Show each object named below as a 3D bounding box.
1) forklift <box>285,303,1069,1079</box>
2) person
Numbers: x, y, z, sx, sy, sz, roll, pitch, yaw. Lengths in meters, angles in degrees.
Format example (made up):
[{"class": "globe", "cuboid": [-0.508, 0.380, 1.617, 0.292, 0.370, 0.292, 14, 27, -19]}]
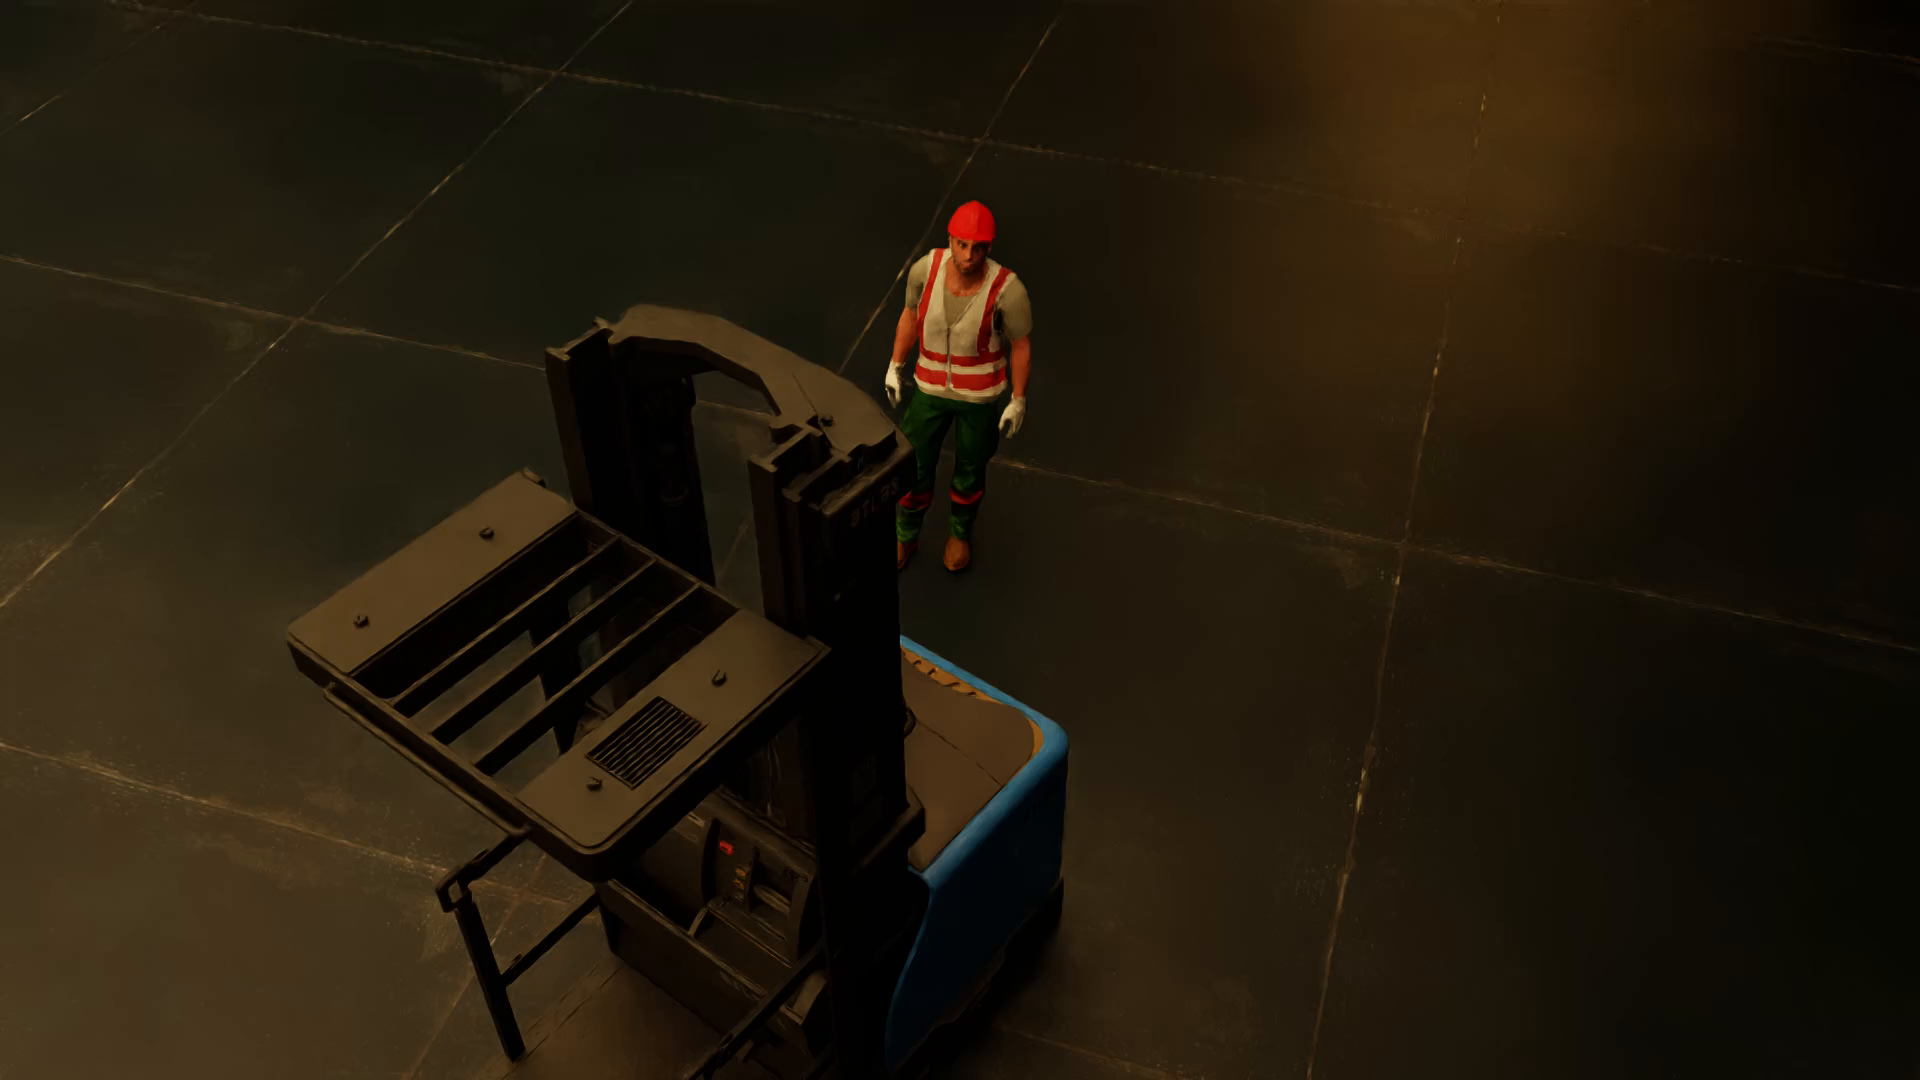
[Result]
[{"class": "forklift", "cuboid": [-0.915, 0.947, 4.671, 1.130, 2.935, 3.031, 28, 50, 27]}, {"class": "person", "cuboid": [-0.035, -0.610, 7.173, 0.637, 1.787, 0.563, 12, 44, 13]}]
